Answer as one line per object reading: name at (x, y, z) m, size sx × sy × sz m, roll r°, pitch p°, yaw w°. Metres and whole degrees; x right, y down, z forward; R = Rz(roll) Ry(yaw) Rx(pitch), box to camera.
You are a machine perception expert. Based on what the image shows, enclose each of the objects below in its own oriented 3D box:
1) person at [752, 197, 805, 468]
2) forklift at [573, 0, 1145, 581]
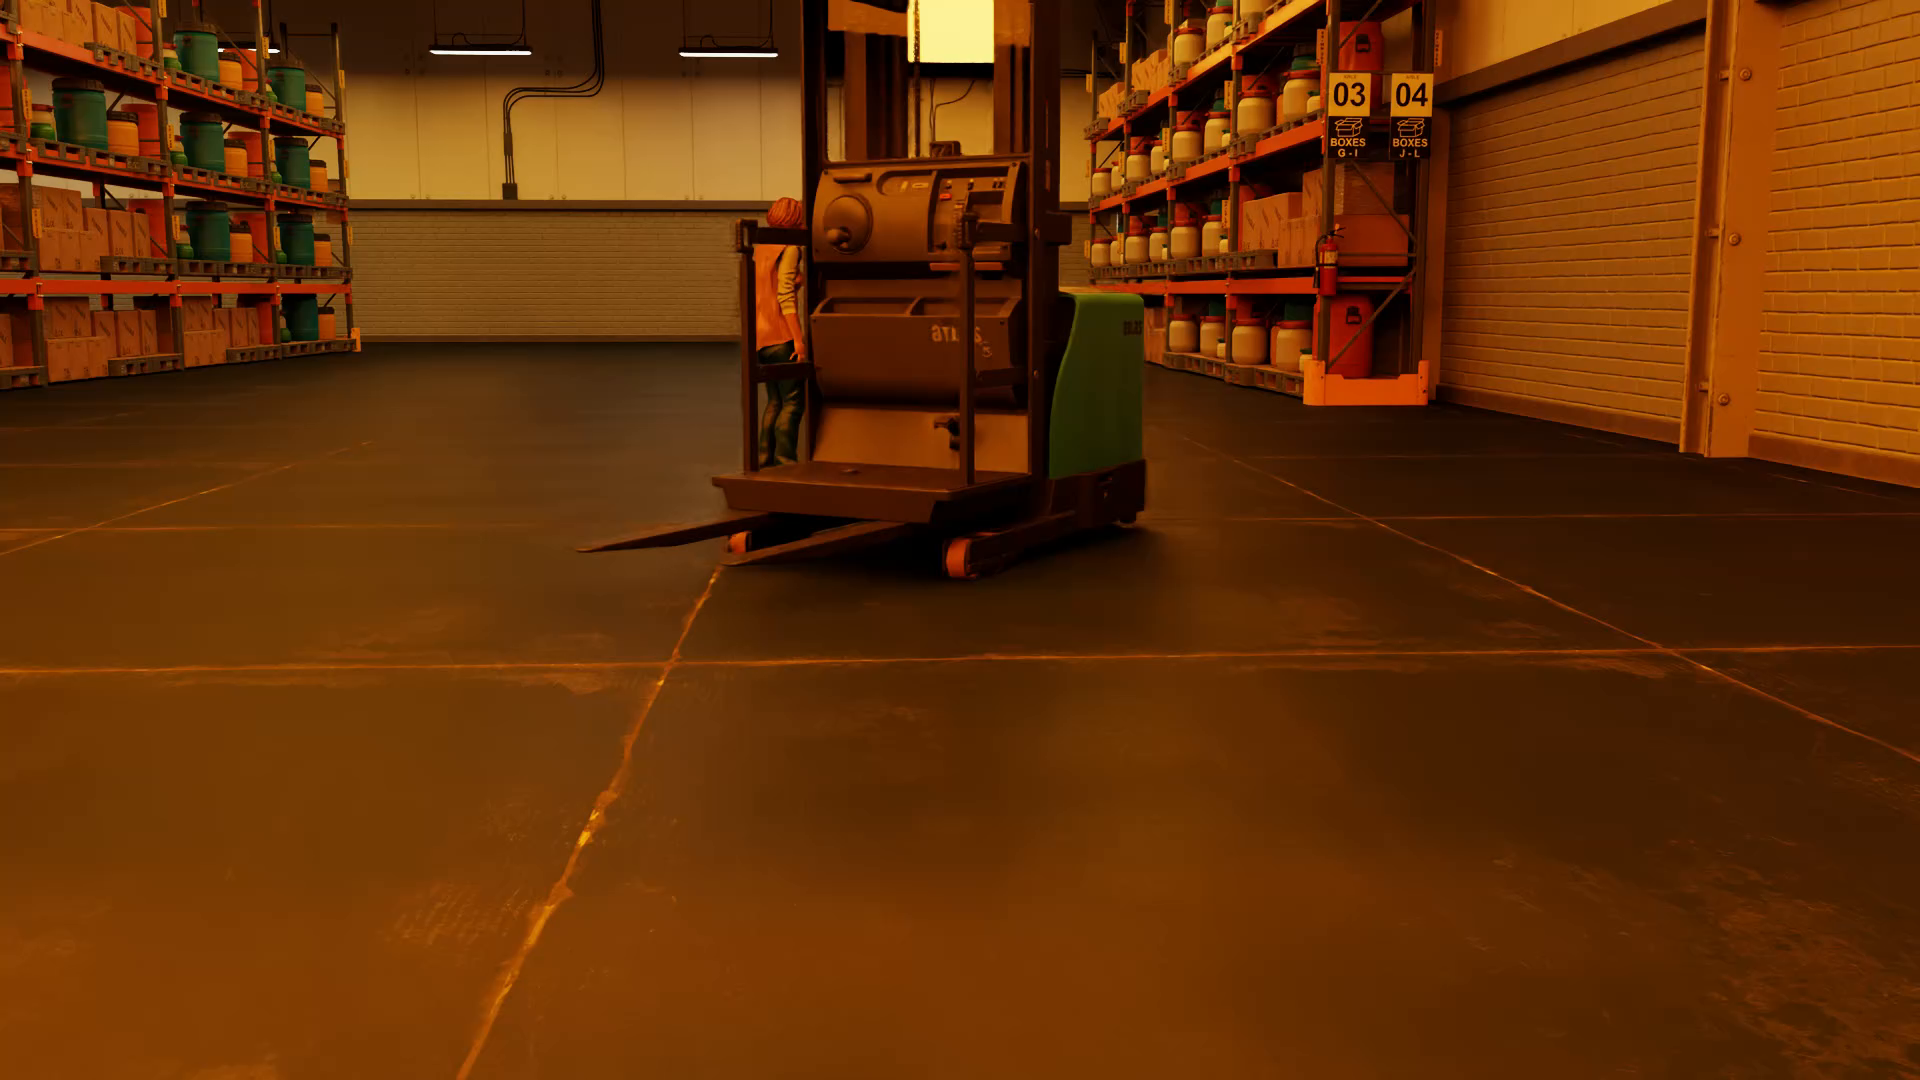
person at (-0.991, -1.077, 9.152) m, size 0.349 × 1.590 × 0.468 m, roll -5°, pitch 10°, yaw -29°
forklift at (-0.284, -1.370, 6.557) m, size 1.130 × 2.935 × 3.031 m, roll 5°, pitch 10°, yaw 28°
